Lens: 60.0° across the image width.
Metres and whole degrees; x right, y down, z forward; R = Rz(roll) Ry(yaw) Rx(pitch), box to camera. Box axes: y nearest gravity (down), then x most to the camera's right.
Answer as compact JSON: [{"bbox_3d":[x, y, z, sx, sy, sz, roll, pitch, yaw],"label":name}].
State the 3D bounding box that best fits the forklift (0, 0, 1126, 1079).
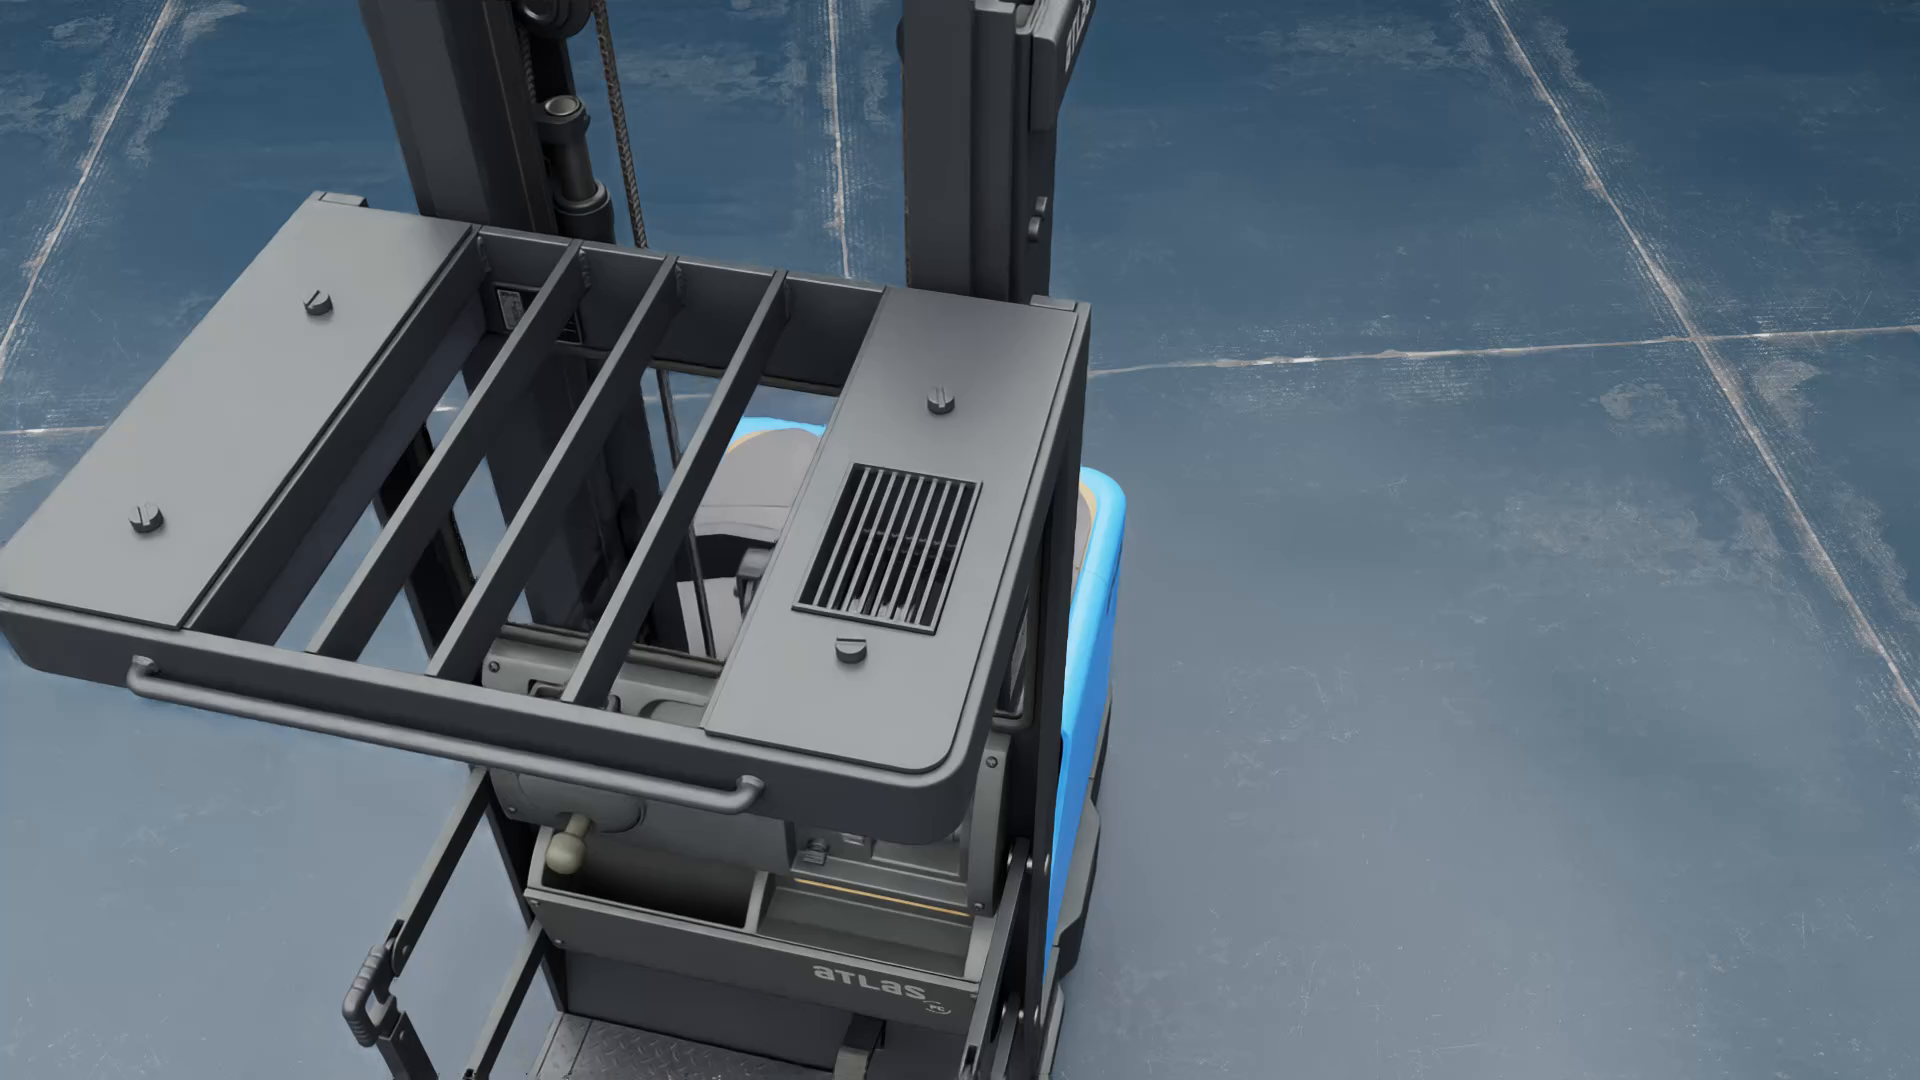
[{"bbox_3d":[-0.429,0.532,2.727,1.130,2.935,3.031,10,47,9],"label":"forklift"}]
